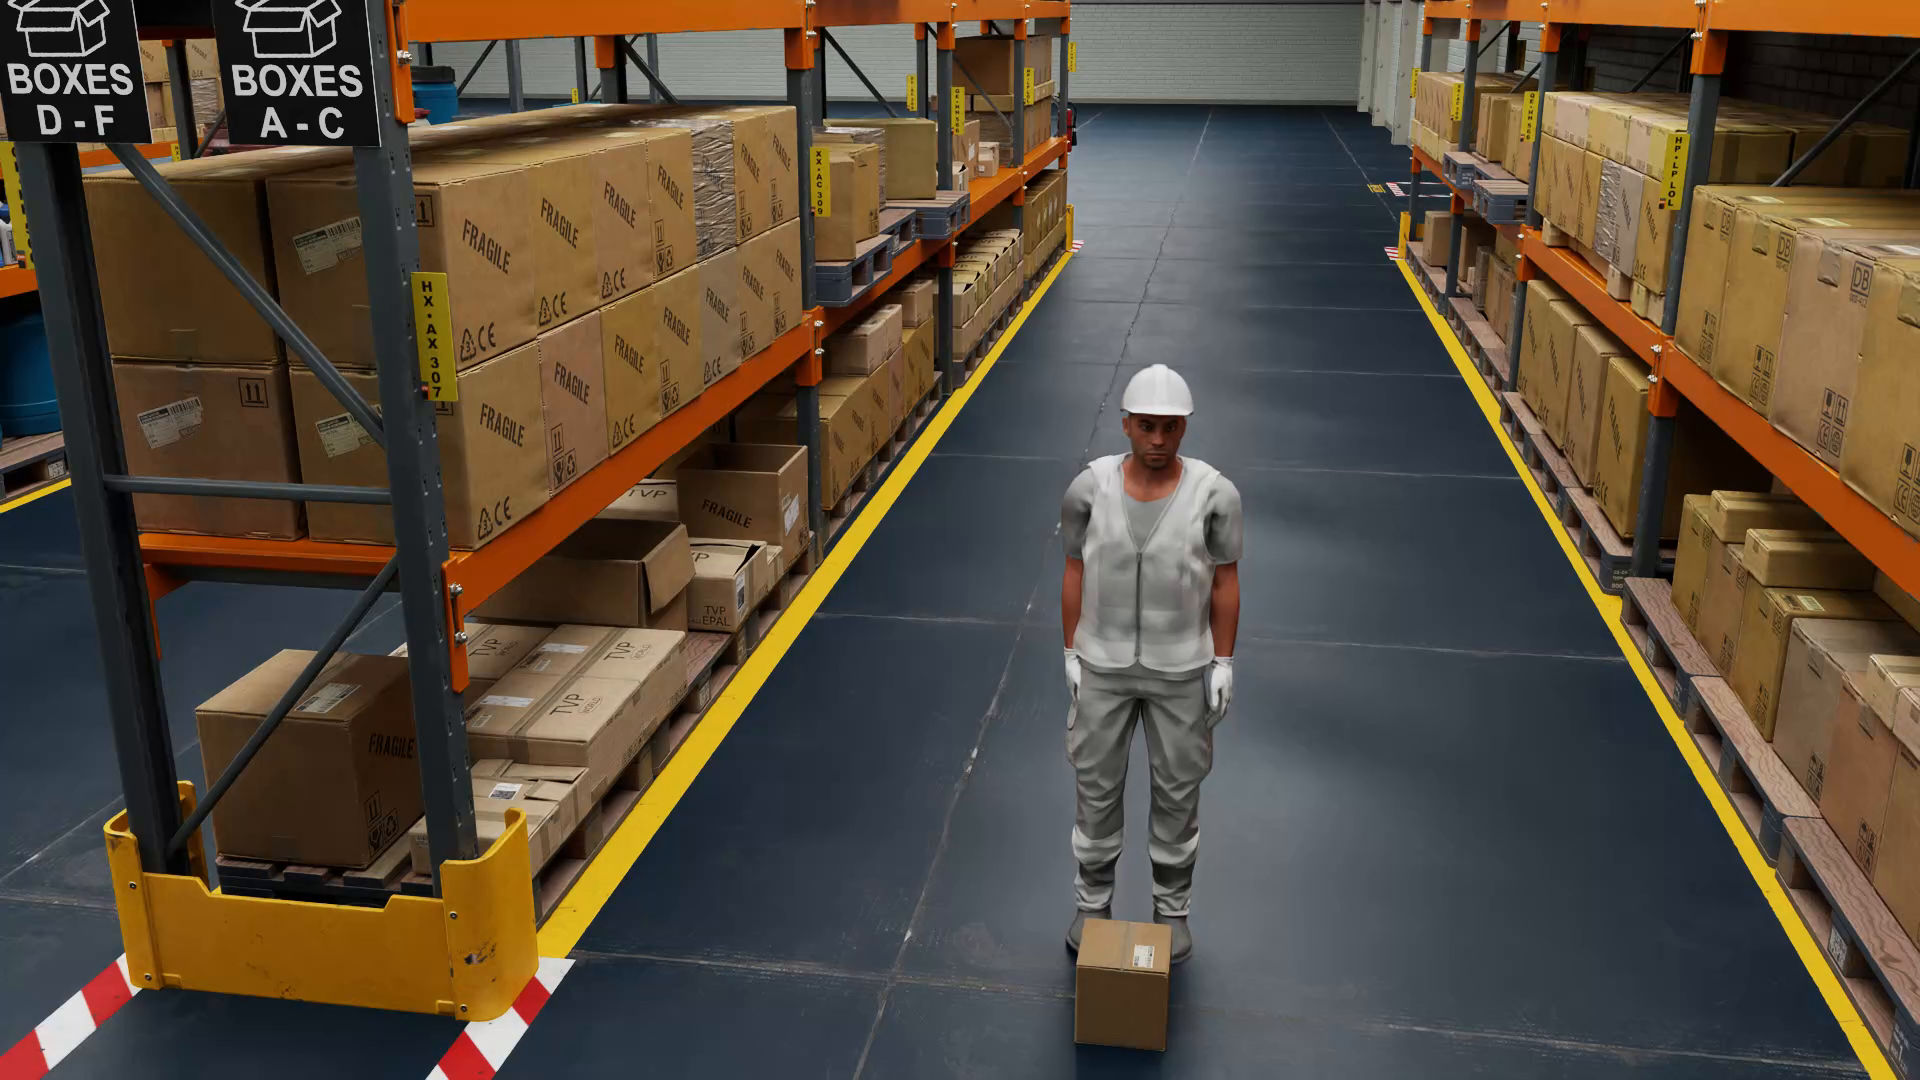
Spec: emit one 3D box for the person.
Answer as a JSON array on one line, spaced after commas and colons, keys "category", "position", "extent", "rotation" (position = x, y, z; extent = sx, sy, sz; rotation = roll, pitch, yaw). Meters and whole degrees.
[{"category": "person", "position": [0.542, 0.374, 4.860], "extent": [0.524, 1.794, 0.345], "rotation": [3, 18, 10]}]
